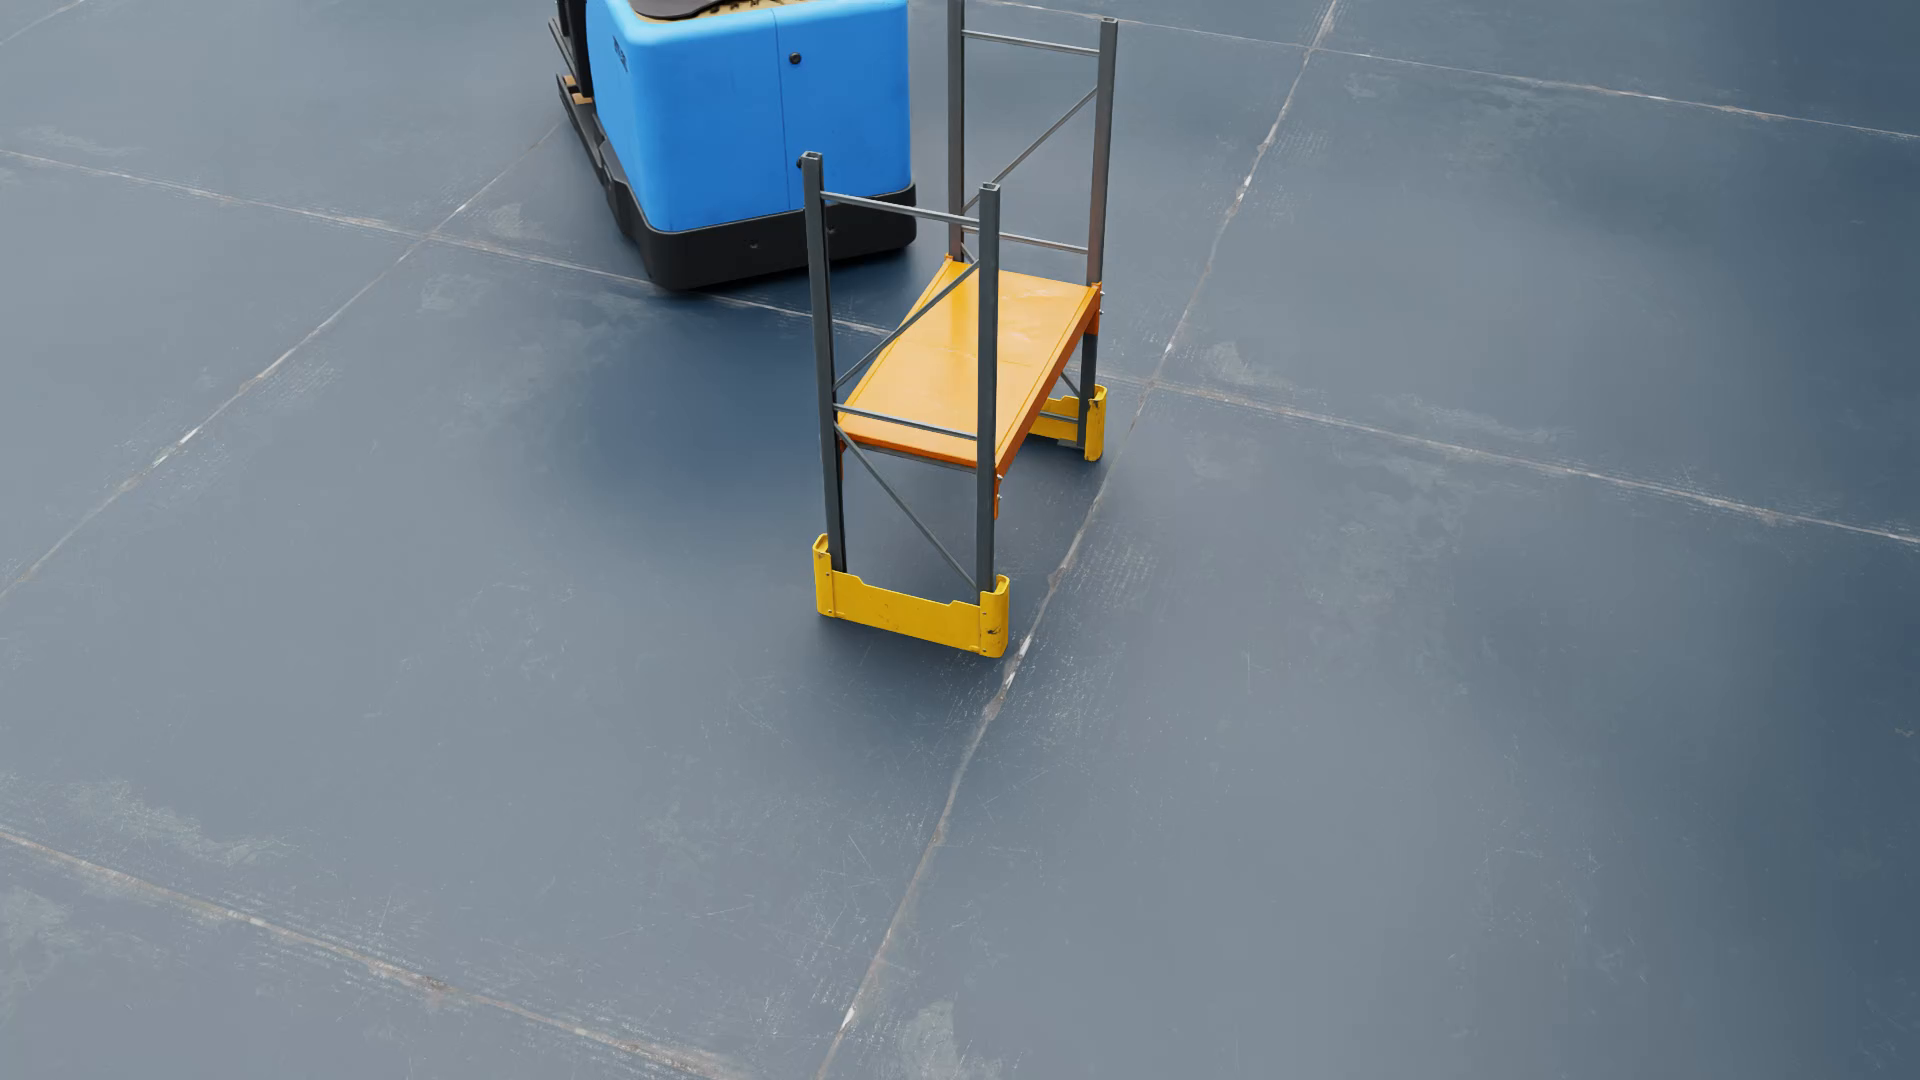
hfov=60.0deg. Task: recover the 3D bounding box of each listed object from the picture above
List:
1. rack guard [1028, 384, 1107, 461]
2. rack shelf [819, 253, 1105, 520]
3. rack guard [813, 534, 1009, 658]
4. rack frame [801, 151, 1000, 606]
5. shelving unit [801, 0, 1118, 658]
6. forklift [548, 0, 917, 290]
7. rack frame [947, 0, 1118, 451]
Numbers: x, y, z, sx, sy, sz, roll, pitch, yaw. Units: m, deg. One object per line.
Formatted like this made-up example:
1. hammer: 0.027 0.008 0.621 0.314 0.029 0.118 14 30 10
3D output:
1. rack guard: 0.196 -0.445 5.579 0.587 0.250 0.087 13 42 15
2. rack shelf: 0.029 -0.486 4.941 0.538 0.185 1.000 13 42 15
3. rack guard: -0.144 0.162 4.867 0.587 0.250 0.087 13 42 15
4. rack frame: -0.145 -0.313 4.461 0.500 1.500 0.032 13 42 15
5. shelving unit: 0.026 -0.617 4.818 0.587 1.500 1.083 13 42 15
6. forklift: -1.170 -3.017 6.528 1.130 2.935 3.031 -14 42 -16
7. rack frame: 0.203 -0.933 5.188 0.500 1.500 0.032 13 42 15
